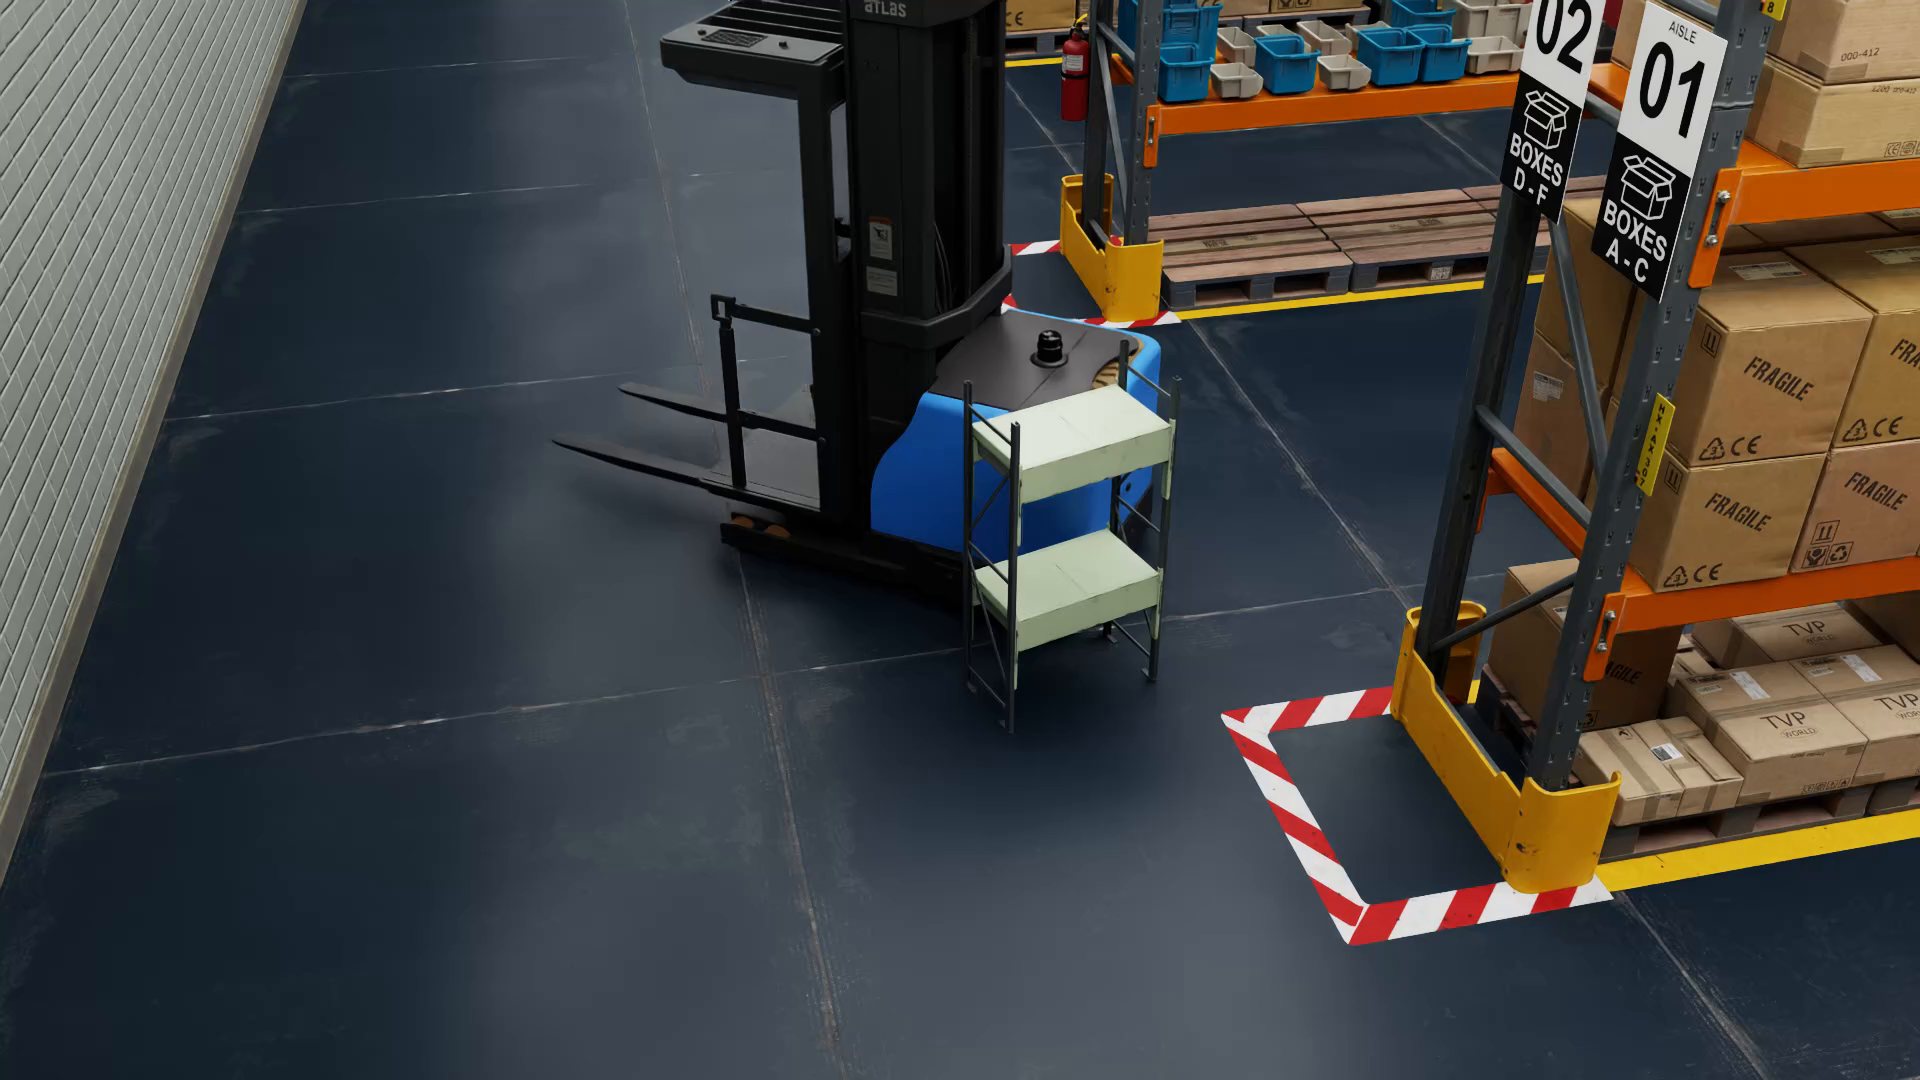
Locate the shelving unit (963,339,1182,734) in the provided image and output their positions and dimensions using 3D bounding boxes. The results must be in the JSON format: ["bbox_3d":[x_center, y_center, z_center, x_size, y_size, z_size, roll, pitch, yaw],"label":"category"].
[{"bbox_3d":[0.440,0.000,6.904,0.755,1.500,0.431,-17,38,-24],"label":"shelving unit"}]

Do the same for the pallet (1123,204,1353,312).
[{"bbox_3d":[1.783,-1.849,10.816,1.213,0.211,1.003,-7,35,-11],"label":"pallet"}]

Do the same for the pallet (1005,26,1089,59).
[{"bbox_3d":[0.640,-4.601,14.917,1.213,0.211,1.003,-7,35,-11],"label":"pallet"}]

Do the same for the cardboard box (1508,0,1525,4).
[{"bbox_3d":[5.270,-5.602,15.436,0.875,0.875,1.225,-8,35,-12],"label":"cardboard box"}]

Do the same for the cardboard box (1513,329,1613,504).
[{"bbox_3d":[2.436,-0.478,6.181,0.500,0.500,0.500,-6,34,-9],"label":"cardboard box"}]

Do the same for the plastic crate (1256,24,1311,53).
[{"bbox_3d":[2.012,-3.068,10.313,0.243,0.136,0.396,-7,35,-11],"label":"plastic crate"}]

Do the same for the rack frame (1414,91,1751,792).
[{"bbox_3d":[2.059,-0.234,5.907,0.127,3.000,1.000,-7,35,-11],"label":"rack frame"}]

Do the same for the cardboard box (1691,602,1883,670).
[{"bbox_3d":[3.469,0.424,6.999,0.500,0.250,0.500,-7,35,-11],"label":"cardboard box"}]

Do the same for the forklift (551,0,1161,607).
[{"bbox_3d":[-0.613,-1.371,7.663,3.031,2.935,1.130,14,36,20],"label":"forklift"}]

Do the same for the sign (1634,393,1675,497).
[{"bbox_3d":[2.179,-0.299,5.226,0.005,0.325,0.100,-7,35,-11],"label":"sign"}]

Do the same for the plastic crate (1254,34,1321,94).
[{"bbox_3d":[1.926,-2.814,9.848,0.300,0.233,0.416,-7,35,-11],"label":"plastic crate"}]

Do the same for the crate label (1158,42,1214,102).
[{"bbox_3d":[1.284,-2.733,9.728,0.303,0.233,0.416,-7,35,-11],"label":"crate label"}]

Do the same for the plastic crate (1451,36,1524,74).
[{"bbox_3d":[3.240,-2.956,10.146,0.466,0.136,0.293,-7,35,-11],"label":"plastic crate"}]

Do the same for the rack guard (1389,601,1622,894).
[{"bbox_3d":[2.133,0.795,6.617,0.348,0.500,1.175,-7,35,-11],"label":"rack guard"}]

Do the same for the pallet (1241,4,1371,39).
[{"bbox_3d":[3.020,-4.901,15.364,1.213,0.211,1.003,-7,35,-11],"label":"pallet"}]

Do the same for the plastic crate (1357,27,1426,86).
[{"bbox_3d":[2.568,-2.895,9.969,0.300,0.233,0.416,-7,35,-11],"label":"plastic crate"}]

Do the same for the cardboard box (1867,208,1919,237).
[{"bbox_3d":[3.430,-1.024,6.096,0.500,0.500,0.500,-6,34,-9],"label":"cardboard box"}]

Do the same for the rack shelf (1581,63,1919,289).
[{"bbox_3d":[4.010,-1.427,5.638,4.000,0.370,1.077,-7,35,-11],"label":"rack shelf"}]

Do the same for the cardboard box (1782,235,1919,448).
[{"bbox_3d":[3.059,-0.670,5.570,0.500,0.500,0.500,-7,34,-10],"label":"cardboard box"}]

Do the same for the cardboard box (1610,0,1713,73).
[{"bbox_3d":[2.502,-1.624,5.420,0.500,0.250,0.500,-7,35,-11],"label":"cardboard box"}]

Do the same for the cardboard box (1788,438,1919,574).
[{"bbox_3d":[3.052,-0.253,5.845,0.500,0.500,0.500,-8,35,-11],"label":"cardboard box"}]

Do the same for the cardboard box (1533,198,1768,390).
[{"bbox_3d":[2.433,-0.895,5.904,0.500,0.500,0.500,-7,35,-11],"label":"cardboard box"}]

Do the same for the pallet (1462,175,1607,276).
[{"bbox_3d":[4.163,-2.149,11.263,1.213,0.211,1.003,-7,35,-11],"label":"pallet"}]

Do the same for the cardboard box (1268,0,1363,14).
[{"bbox_3d":[3.118,-5.365,15.082,0.875,0.875,0.875,-7,35,-11],"label":"cardboard box"}]

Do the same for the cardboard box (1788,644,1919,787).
[{"bbox_3d":[3.628,0.690,6.603,0.500,0.250,0.500,-7,35,-11],"label":"cardboard box"}]

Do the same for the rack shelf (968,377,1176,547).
[{"bbox_3d":[0.440,-0.324,6.687,0.720,0.370,0.431,-17,38,-24],"label":"rack shelf"}]

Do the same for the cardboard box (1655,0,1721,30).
[{"bbox_3d":[2.504,-1.827,5.274,0.500,0.250,0.500,-7,35,-11],"label":"cardboard box"}]

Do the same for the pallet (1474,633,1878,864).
[{"bbox_3d":[2.911,0.816,6.845,1.213,0.211,1.003,-7,35,-11],"label":"pallet"}]

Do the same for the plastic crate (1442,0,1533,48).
[{"bbox_3d":[3.342,-3.306,10.538,0.530,0.282,0.437,-7,35,-11],"label":"plastic crate"}]

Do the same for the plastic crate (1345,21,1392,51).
[{"bbox_3d":[2.562,-3.162,10.453,0.250,0.136,0.298,-7,35,-11],"label":"plastic crate"}]

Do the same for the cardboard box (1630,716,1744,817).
[{"bbox_3d":[2.787,0.864,6.418,0.250,0.166,0.380,-7,35,-11],"label":"cardboard box"}]

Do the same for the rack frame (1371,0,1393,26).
[{"bbox_3d":[3.779,-6.110,14.663,0.127,3.000,1.000,-7,35,-11],"label":"rack frame"}]

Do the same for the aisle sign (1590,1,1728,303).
[{"bbox_3d":[2.058,-1.145,4.932,0.004,0.787,0.394,-7,35,-11],"label":"aisle sign"}]

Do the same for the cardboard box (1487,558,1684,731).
[{"bbox_3d":[2.535,0.421,6.780,0.500,0.500,0.500,-7,35,-11],"label":"cardboard box"}]

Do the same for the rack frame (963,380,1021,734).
[{"bbox_3d":[0.120,0.099,6.757,0.023,1.500,0.400,-17,38,-24],"label":"rack frame"}]

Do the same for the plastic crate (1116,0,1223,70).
[{"bbox_3d":[1.256,-3.109,10.105,0.499,0.435,0.616,-7,35,-11],"label":"plastic crate"}]

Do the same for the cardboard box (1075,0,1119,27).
[{"bbox_3d":[1.372,-5.145,14.754,0.875,0.875,0.875,-7,35,-11],"label":"cardboard box"}]
